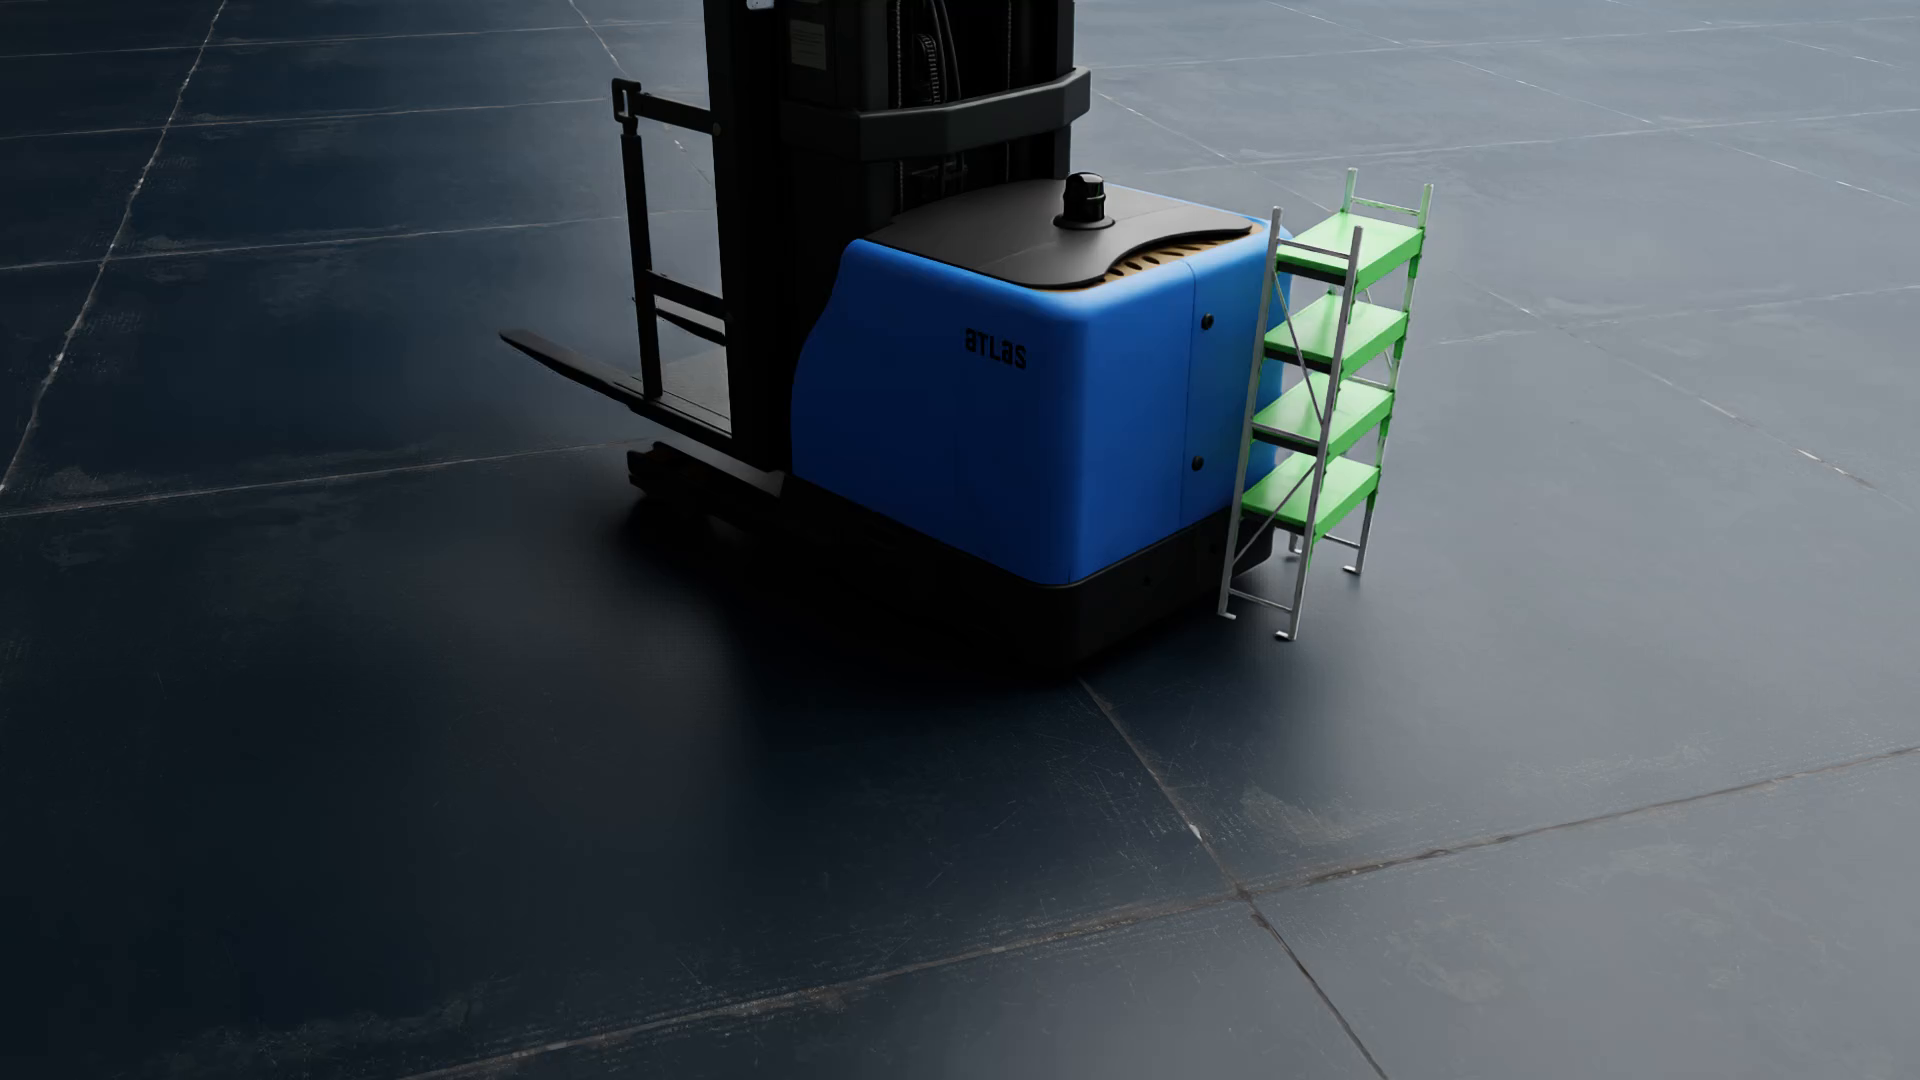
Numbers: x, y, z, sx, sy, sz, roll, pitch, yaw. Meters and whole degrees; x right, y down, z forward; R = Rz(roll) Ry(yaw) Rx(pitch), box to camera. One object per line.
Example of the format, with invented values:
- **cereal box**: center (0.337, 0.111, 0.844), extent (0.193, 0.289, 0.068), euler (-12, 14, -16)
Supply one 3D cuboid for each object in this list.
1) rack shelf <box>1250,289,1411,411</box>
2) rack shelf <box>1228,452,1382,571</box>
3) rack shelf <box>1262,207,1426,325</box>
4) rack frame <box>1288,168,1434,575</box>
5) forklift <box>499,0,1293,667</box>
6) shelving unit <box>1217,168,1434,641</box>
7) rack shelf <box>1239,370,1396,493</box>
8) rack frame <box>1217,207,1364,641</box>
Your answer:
- **rack shelf**: center (1.016, -0.527, 4.550), extent (0.258, 0.148, 0.480), euler (20, 33, 29)
- **rack shelf**: center (0.995, -0.104, 4.777), extent (0.258, 0.148, 0.480), euler (20, 33, 29)
- **rack shelf**: center (1.027, -0.738, 4.437), extent (0.258, 0.148, 0.480), euler (20, 33, 29)
- **rack frame**: center (1.146, -0.462, 4.814), extent (0.240, 1.200, 0.015), euler (20, 33, 29)
- **forklift**: center (-0.455, -1.532, 5.039), extent (1.130, 2.935, 3.031), euler (-24, 35, -39)
- **shelving unit**: center (1.008, -0.372, 4.634), extent (0.258, 1.200, 0.503), euler (20, 33, 29)
- **rack shelf**: center (1.006, -0.315, 4.664), extent (0.258, 0.148, 0.480), euler (20, 33, 29)
- **rack frame**: center (0.871, -0.282, 4.453), extent (0.240, 1.200, 0.015), euler (20, 33, 29)
